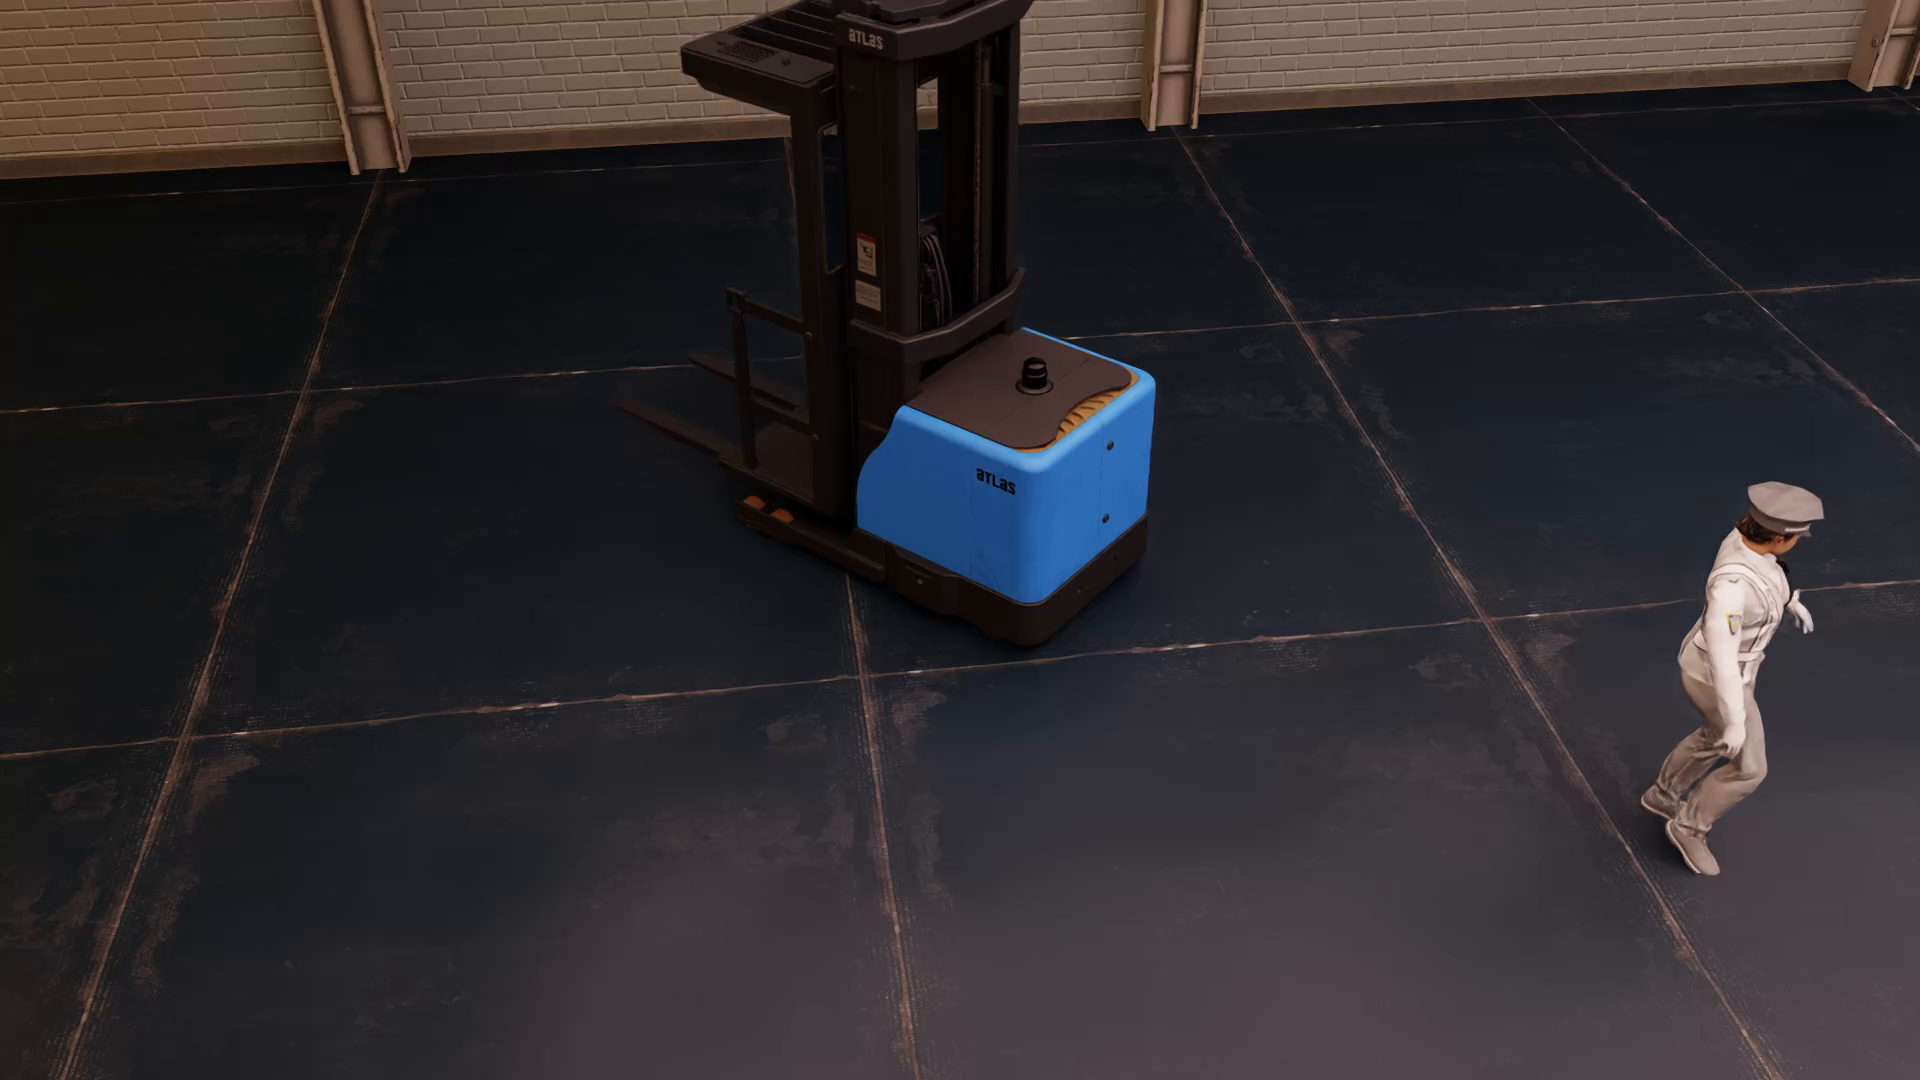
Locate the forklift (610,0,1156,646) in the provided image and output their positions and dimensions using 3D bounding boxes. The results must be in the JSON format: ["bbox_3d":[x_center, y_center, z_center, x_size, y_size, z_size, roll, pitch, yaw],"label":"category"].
[{"bbox_3d":[-0.545,-1.398,7.957,3.031,2.935,1.130,24,42,30],"label":"forklift"}]

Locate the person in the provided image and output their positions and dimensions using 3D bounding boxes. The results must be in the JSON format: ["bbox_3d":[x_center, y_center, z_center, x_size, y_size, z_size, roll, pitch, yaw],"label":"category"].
[{"bbox_3d":[2.998,0.532,6.427,0.441,1.683,0.823,21,41,26],"label":"person"}]
